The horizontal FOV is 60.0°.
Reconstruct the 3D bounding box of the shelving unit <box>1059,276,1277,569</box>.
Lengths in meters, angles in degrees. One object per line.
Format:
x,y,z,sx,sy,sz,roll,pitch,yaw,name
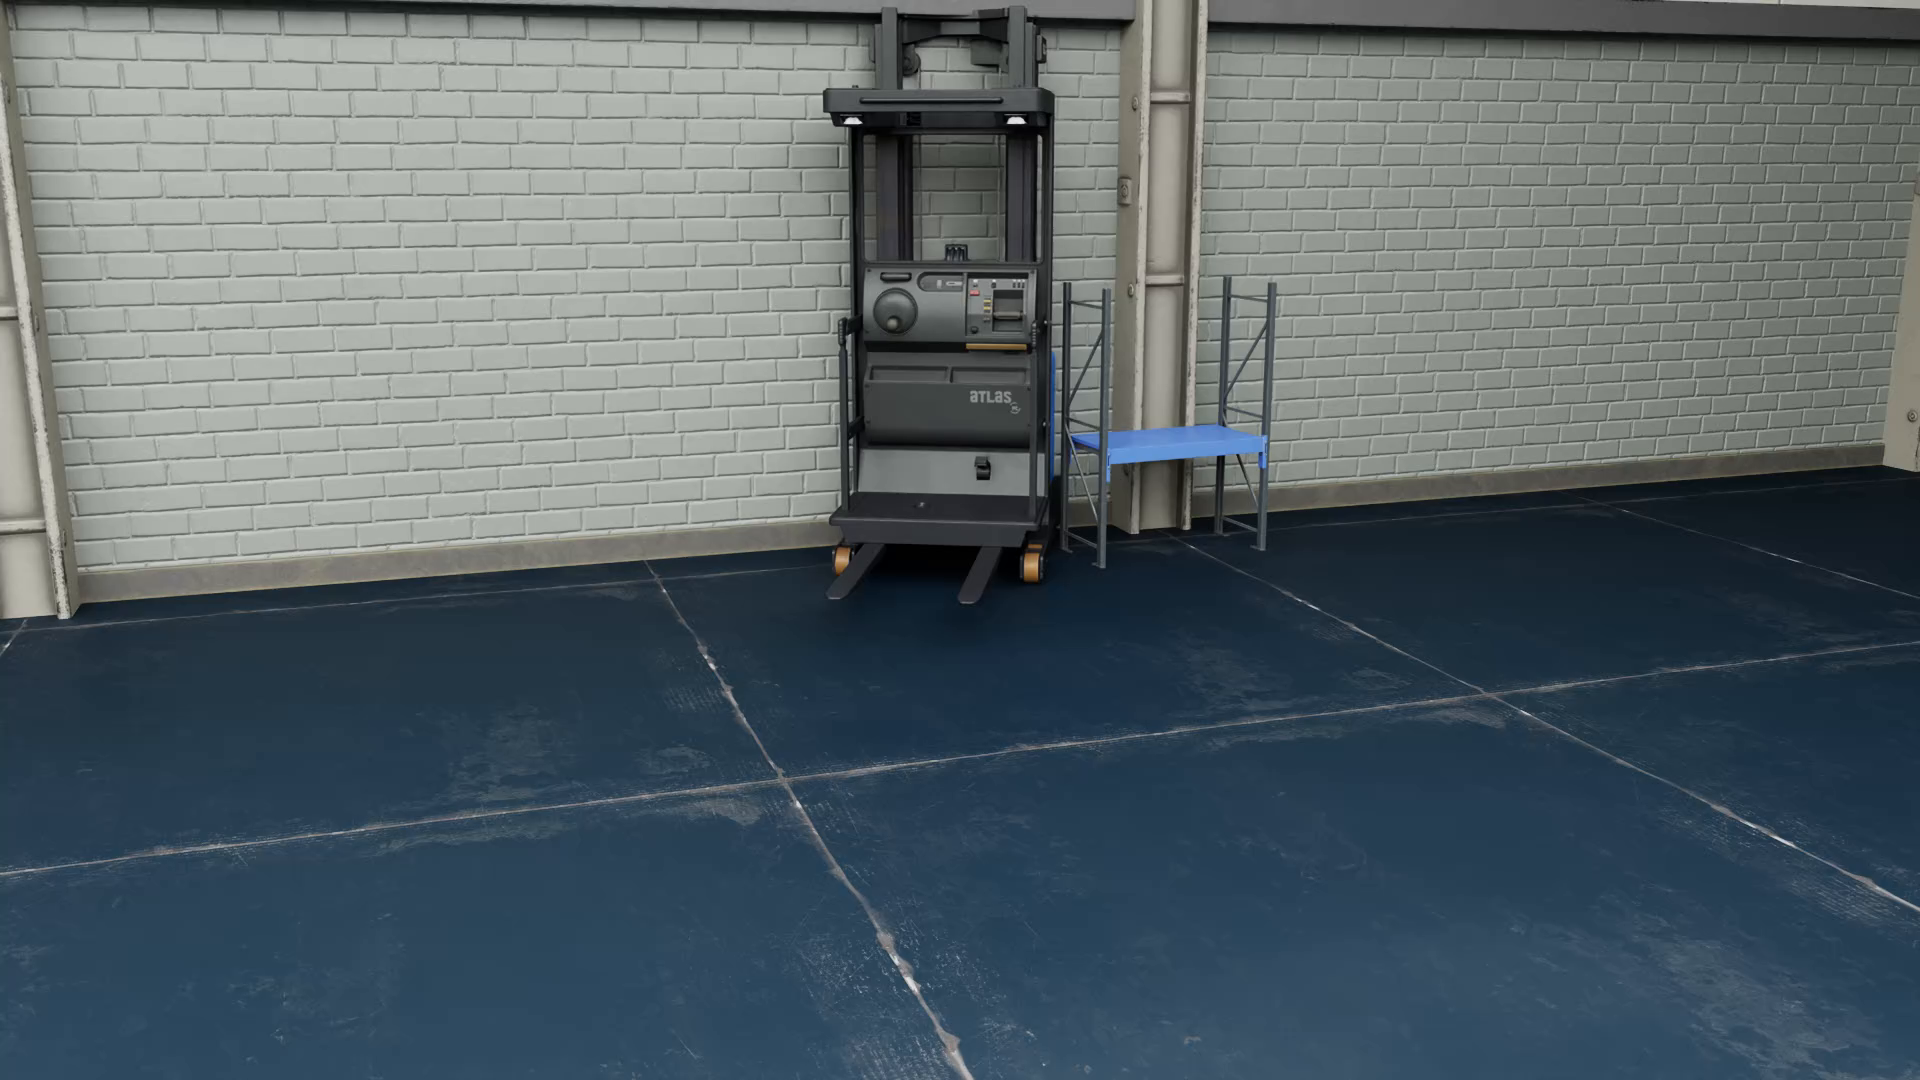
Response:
1.144,-0.674,9.236,1.048,1.500,0.538,-6,14,-22,shelving unit

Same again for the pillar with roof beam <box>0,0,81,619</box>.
-3.170,-3.075,3.123,0.400,9.000,9.100,-4,14,-18,pillar with roof beam

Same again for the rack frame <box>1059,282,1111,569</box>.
0.676,-0.628,9.042,0.032,1.500,0.500,-6,14,-22,rack frame

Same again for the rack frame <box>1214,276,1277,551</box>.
1.611,-0.720,9.430,0.032,1.500,0.500,-6,14,-22,rack frame

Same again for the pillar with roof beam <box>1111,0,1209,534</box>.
2.517,-3.518,4.985,0.400,9.000,9.100,-4,14,-18,pillar with roof beam

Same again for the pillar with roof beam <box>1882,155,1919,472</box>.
8.204,-3.960,6.847,0.400,9.000,9.100,-4,14,-18,pillar with roof beam

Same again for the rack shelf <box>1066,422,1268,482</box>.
1.144,-0.499,9.278,1.000,0.185,0.538,-6,14,-22,rack shelf

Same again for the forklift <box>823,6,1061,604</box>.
-0.079,-1.282,8.700,1.130,2.935,3.031,2,13,7,forklift
